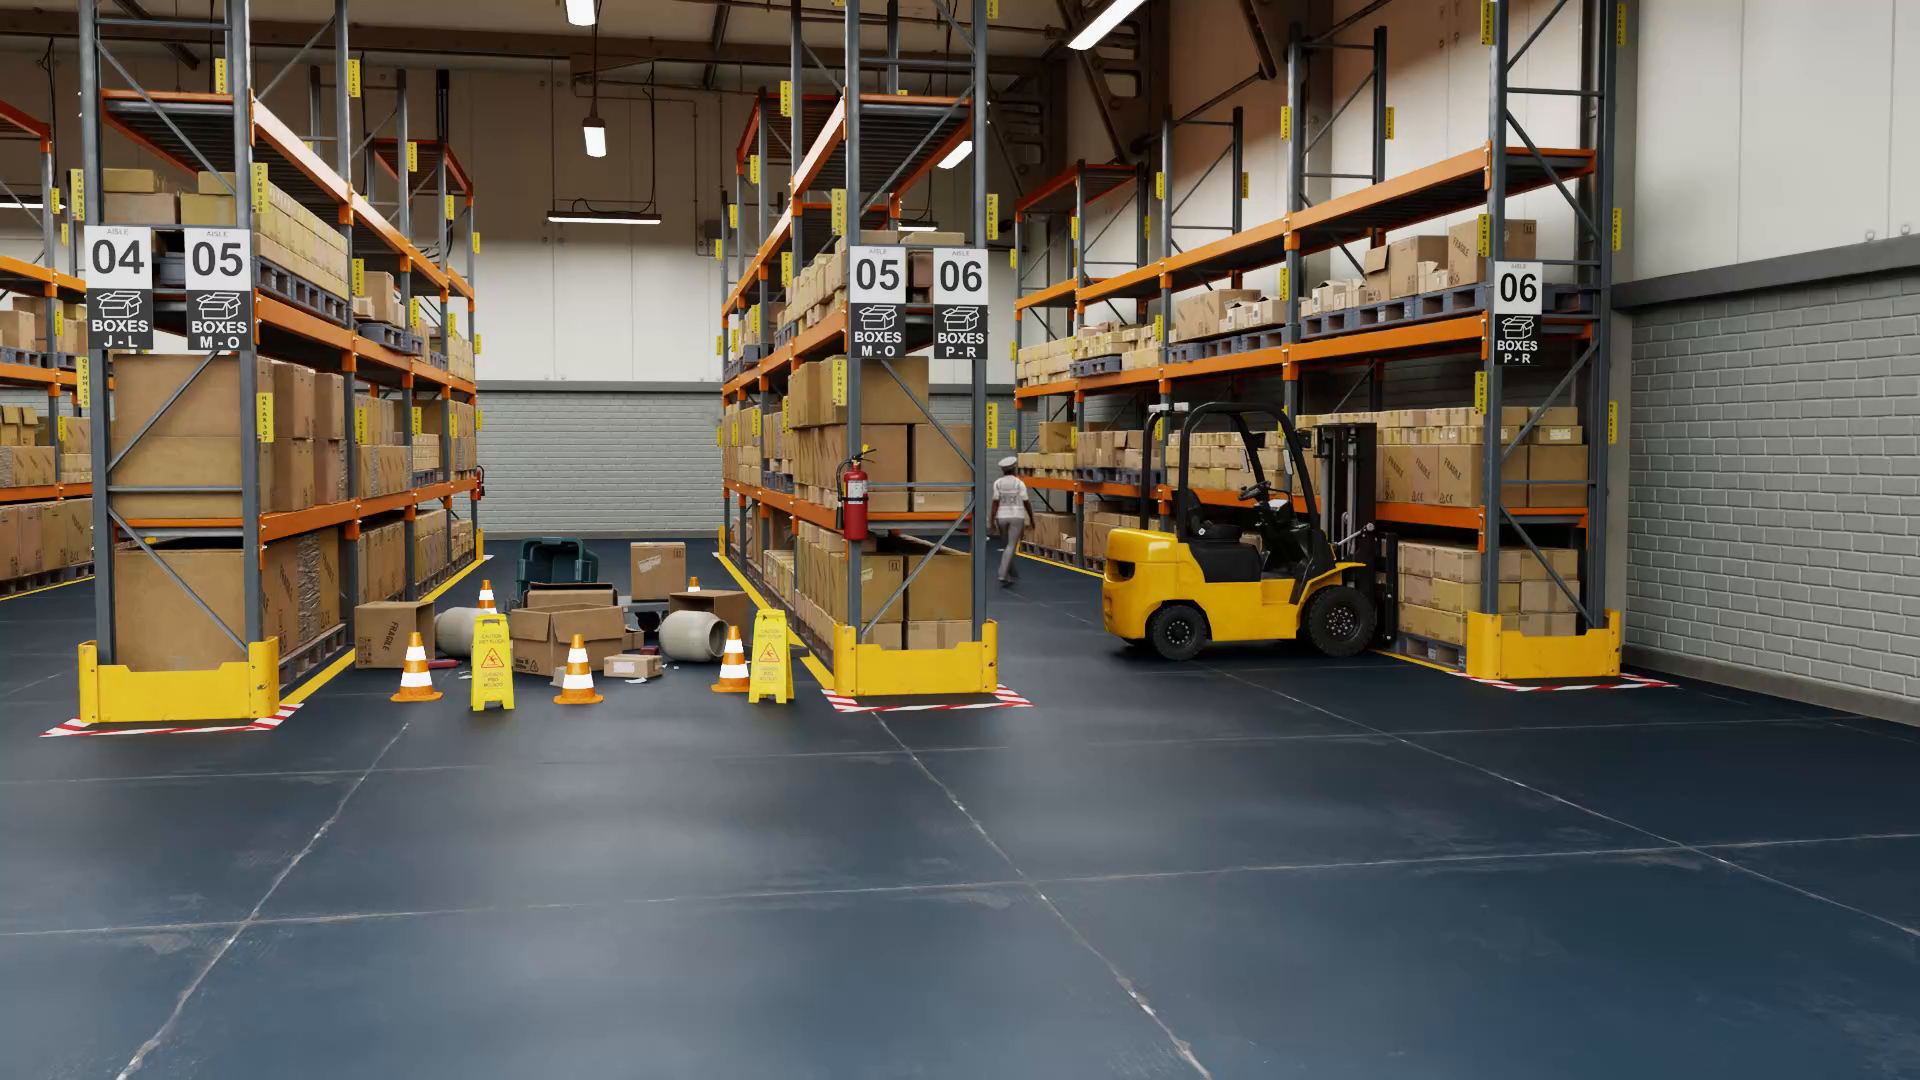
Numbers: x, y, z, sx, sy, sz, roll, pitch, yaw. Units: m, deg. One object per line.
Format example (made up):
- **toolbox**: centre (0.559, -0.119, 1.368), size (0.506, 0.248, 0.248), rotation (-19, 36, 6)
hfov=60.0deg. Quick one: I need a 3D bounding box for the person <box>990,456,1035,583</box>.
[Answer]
- **person**: centre (0.693, -0.270, 21.661), size (0.489, 1.628, 0.996), rotation (1, 3, 25)
